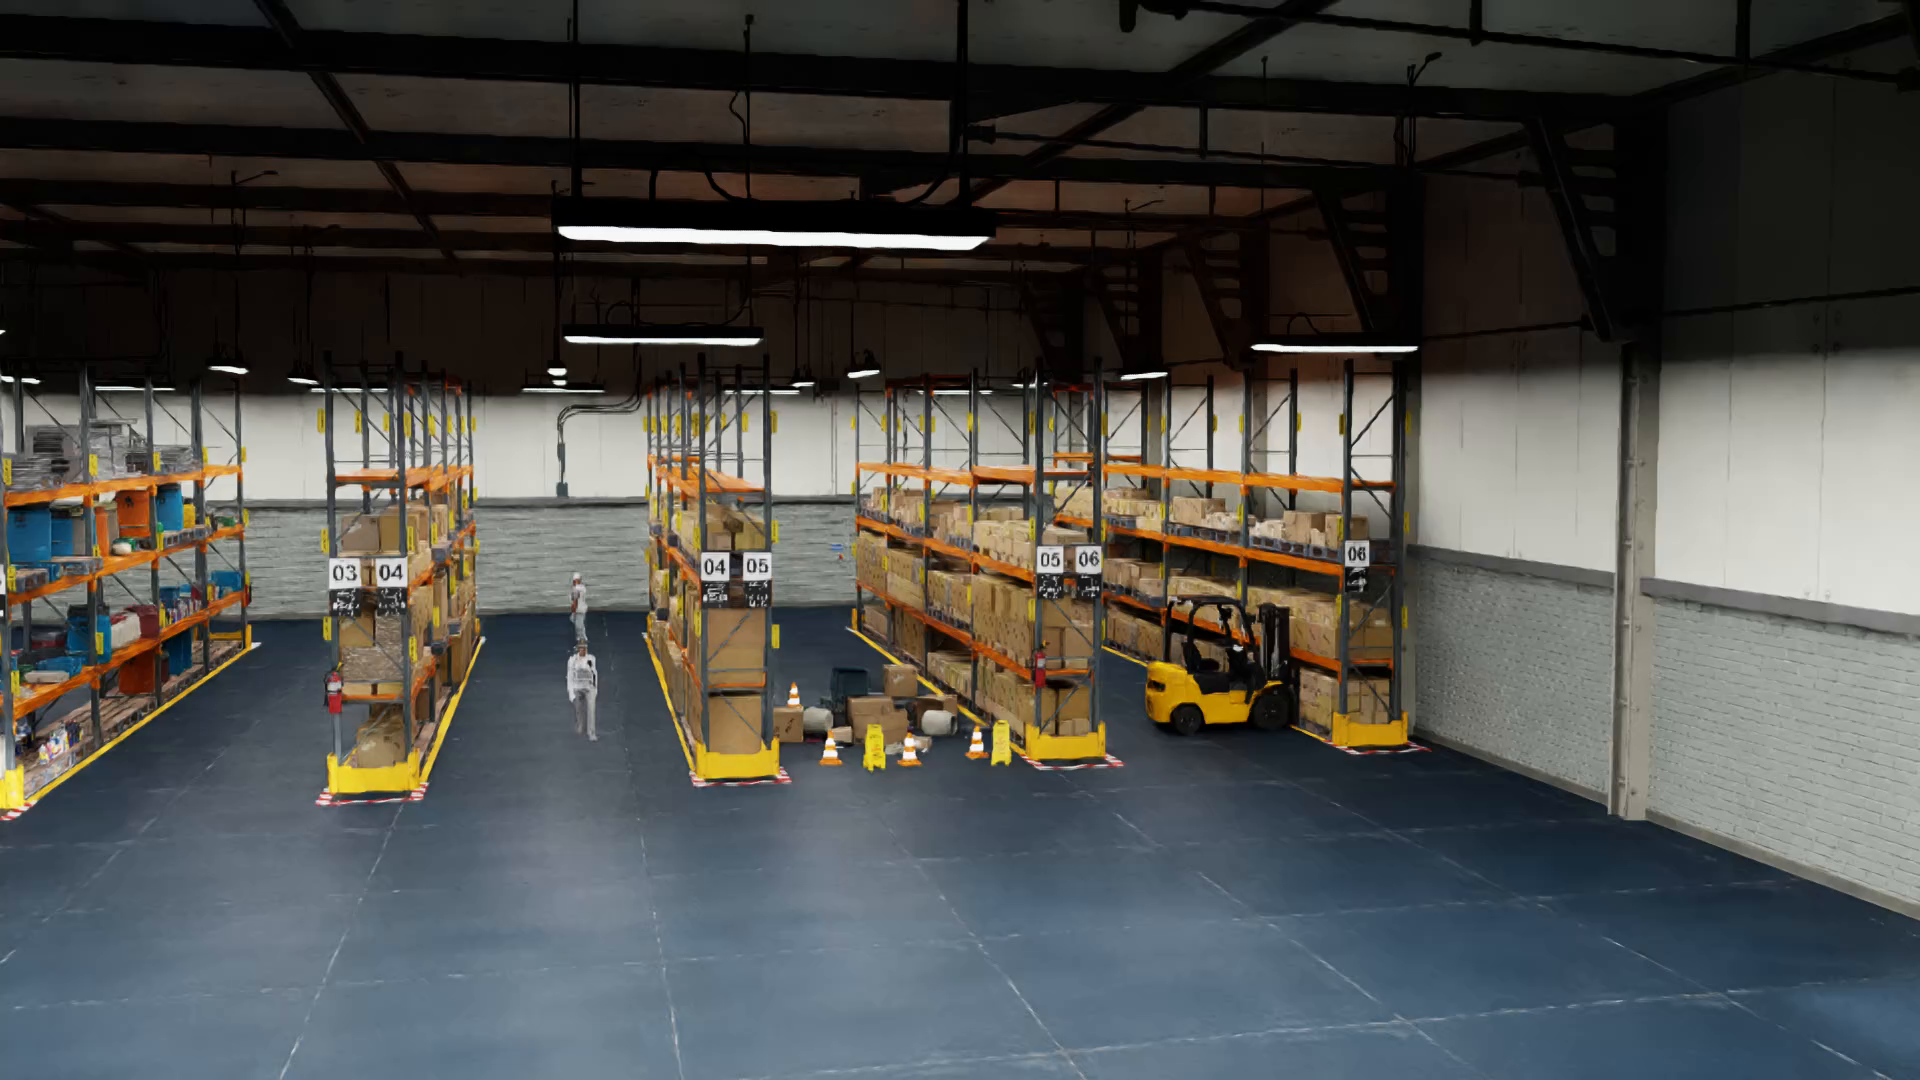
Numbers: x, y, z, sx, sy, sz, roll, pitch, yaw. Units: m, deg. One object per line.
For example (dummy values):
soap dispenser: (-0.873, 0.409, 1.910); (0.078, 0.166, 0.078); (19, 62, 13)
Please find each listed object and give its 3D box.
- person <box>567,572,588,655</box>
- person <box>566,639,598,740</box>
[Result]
person: (-8.291, 1.590, 36.015); (0.544, 1.788, 0.626); (0, 4, 4)
person: (-6.002, 2.344, 26.437); (0.499, 1.587, 1.074); (-1, 4, -15)
